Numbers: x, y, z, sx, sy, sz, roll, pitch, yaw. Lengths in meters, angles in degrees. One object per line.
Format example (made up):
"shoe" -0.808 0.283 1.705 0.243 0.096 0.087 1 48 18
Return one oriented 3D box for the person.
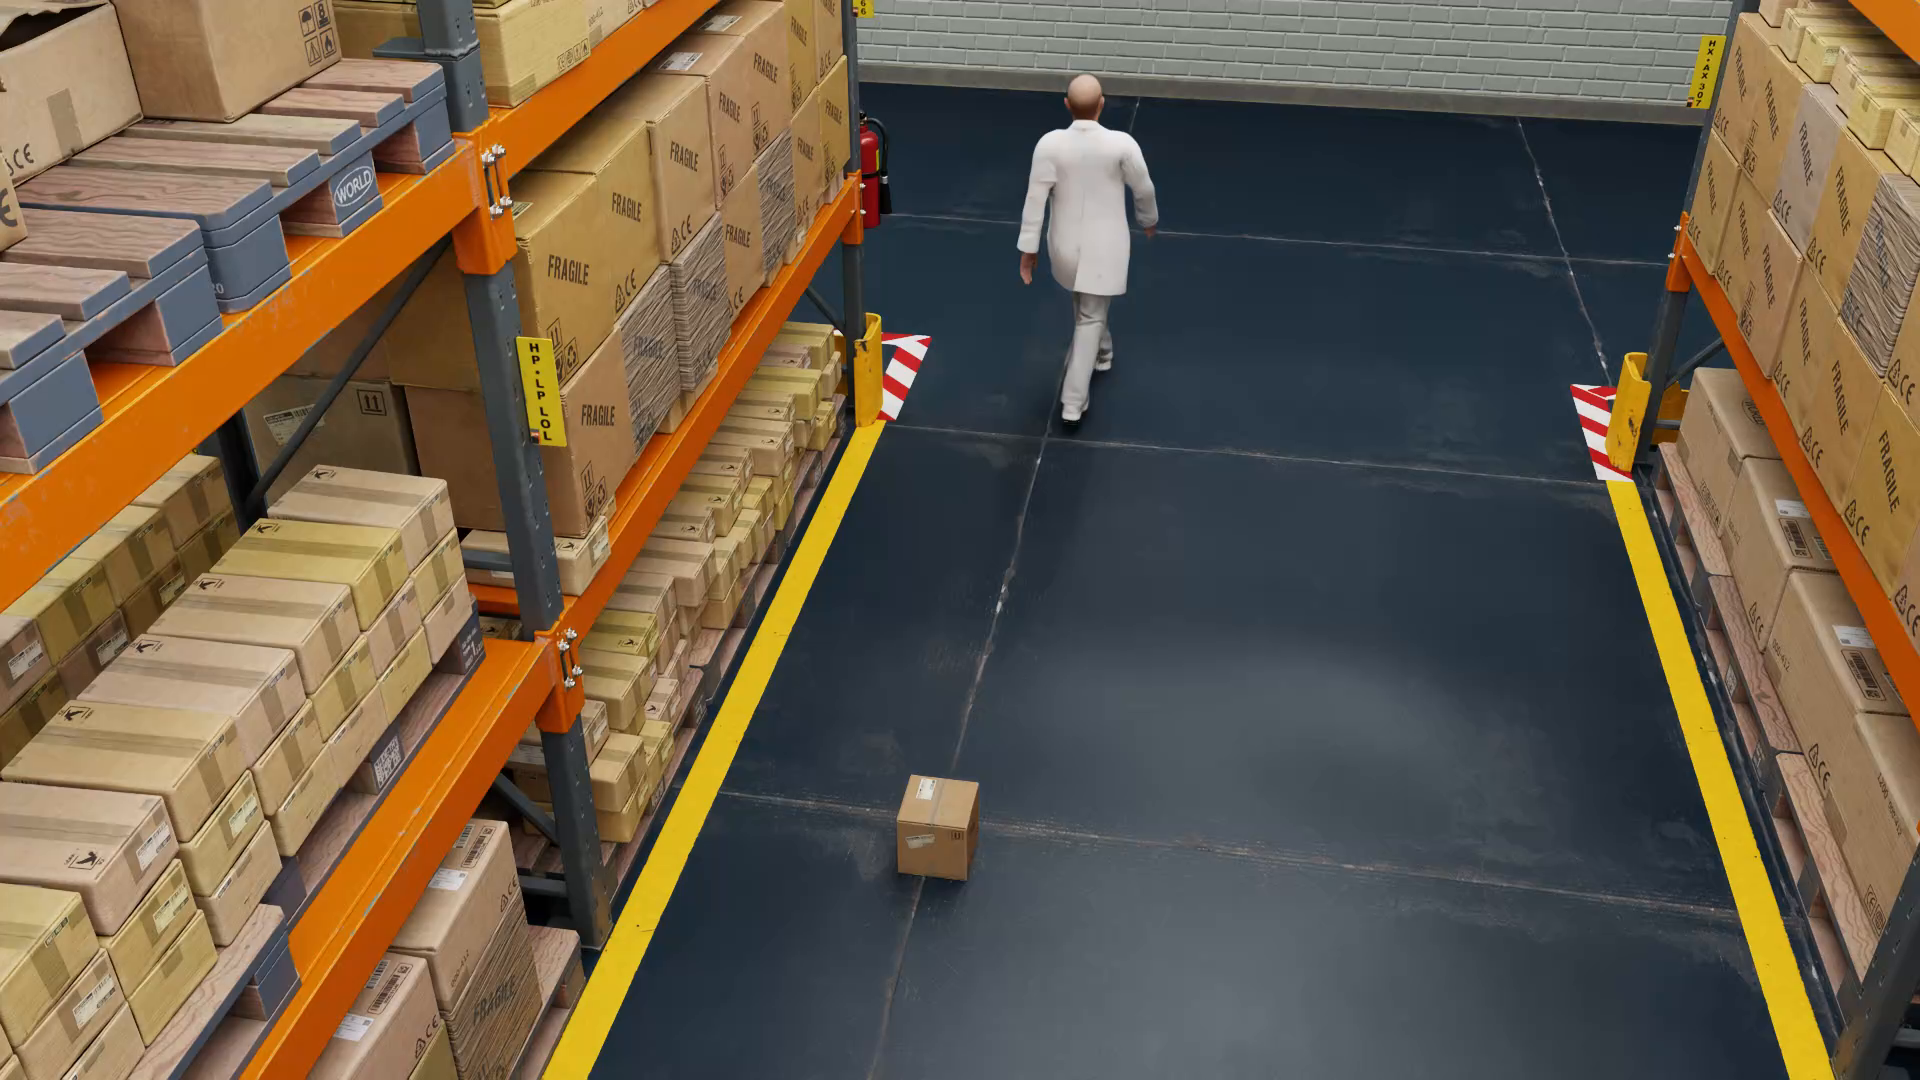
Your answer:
"person" 0.676 -1.582 8.660 0.650 1.724 1.052 10 33 15
